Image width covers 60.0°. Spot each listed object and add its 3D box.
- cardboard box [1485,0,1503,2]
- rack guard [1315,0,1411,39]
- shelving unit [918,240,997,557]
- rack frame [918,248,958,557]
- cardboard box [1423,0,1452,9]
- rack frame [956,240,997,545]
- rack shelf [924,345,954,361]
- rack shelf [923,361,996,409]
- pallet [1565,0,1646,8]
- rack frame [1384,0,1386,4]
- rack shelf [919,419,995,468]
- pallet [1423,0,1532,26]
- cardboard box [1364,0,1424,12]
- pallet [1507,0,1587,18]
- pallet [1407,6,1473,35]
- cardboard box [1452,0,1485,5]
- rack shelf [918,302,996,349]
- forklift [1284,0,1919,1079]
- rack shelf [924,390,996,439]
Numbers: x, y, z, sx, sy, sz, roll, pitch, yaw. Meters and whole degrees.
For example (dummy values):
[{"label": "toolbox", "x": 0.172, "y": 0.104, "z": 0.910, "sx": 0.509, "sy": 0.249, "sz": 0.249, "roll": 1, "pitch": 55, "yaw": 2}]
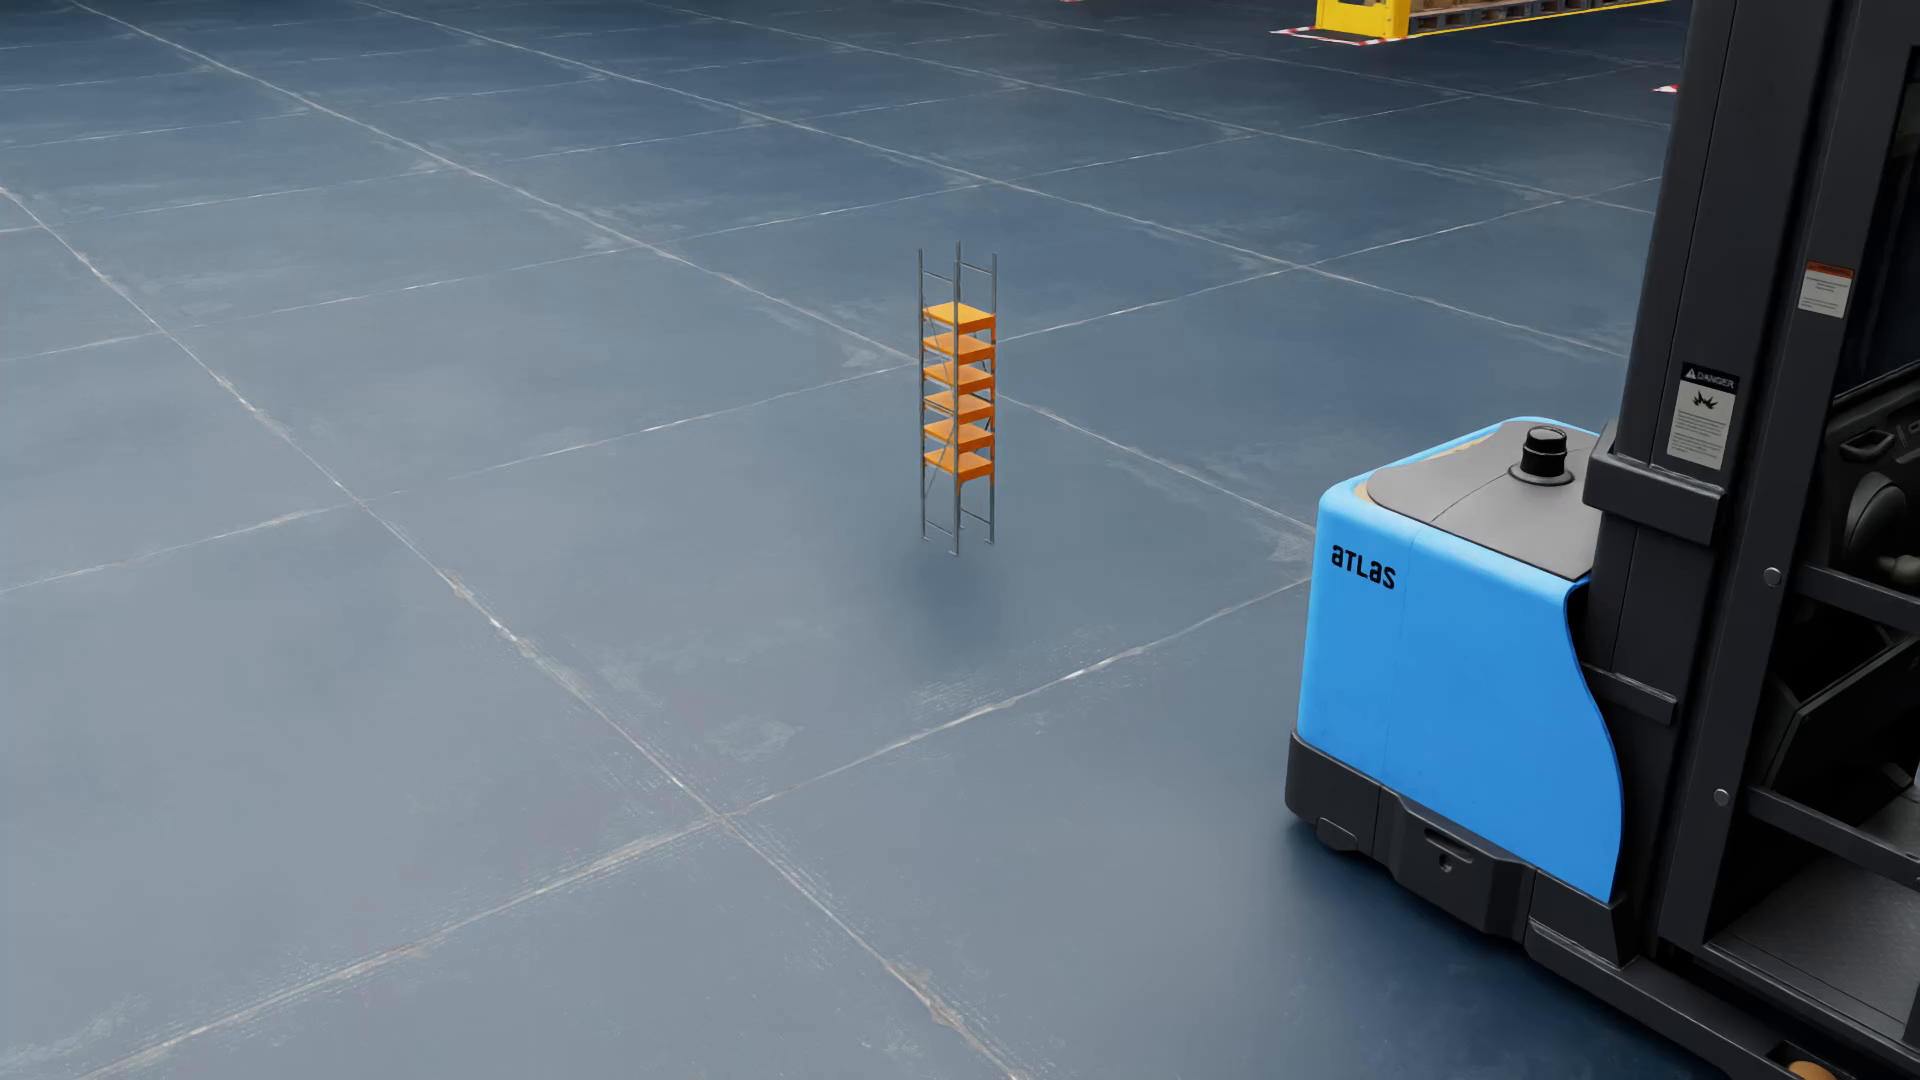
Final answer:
[{"label": "cardboard box", "x": 6.622, "y": -7.045, "z": 20.837, "sx": 0.500, "sy": 0.500, "sz": 0.500, "roll": -22, "pitch": 33, "yaw": -38}, {"label": "rack guard", "x": 4.759, "y": -6.264, "z": 19.654, "sx": 0.348, "sy": 0.500, "sz": 1.175, "roll": -18, "pitch": 31, "yaw": -34}, {"label": "shelving unit", "x": -0.011, "y": -0.540, "z": 6.489, "sx": 0.189, "sy": 1.200, "sz": 0.258, "roll": -18, "pitch": 31, "yaw": -34}, {"label": "rack frame", "x": -0.083, "y": -0.517, "z": 6.438, "sx": 0.006, "sy": 1.200, "sz": 0.240, "roll": -18, "pitch": 31, "yaw": -34}, {"label": "cardboard box", "x": 5.651, "y": -6.758, "z": 20.220, "sx": 0.500, "sy": 0.500, "sz": 0.500, "roll": -10, "pitch": 27, "yaw": -21}, {"label": "rack frame", "x": 0.061, "y": -0.564, "z": 6.541, "sx": 0.006, "sy": 1.200, "sz": 0.240, "roll": -18, "pitch": 31, "yaw": -34}, {"label": "rack shelf", "x": -0.011, "y": -0.736, "z": 6.399, "sx": 0.166, "sy": 0.020, "sz": 0.199, "roll": -18, "pitch": 31, "yaw": -34}, {"label": "rack shelf", "x": -0.011, "y": -0.609, "z": 6.457, "sx": 0.180, "sy": 0.103, "sz": 0.258, "roll": -18, "pitch": 31, "yaw": -34}, {"label": "pallet", "x": 8.459, "y": -7.355, "z": 22.348, "sx": 1.213, "sy": 0.211, "sz": 1.003, "roll": -18, "pitch": 31, "yaw": -34}, {"label": "rack frame", "x": 4.700, "y": -7.378, "z": 19.085, "sx": 0.127, "sy": 3.000, "sz": 1.000, "roll": -18, "pitch": 31, "yaw": -34}, {"label": "rack shelf", "x": -0.011, "y": -0.391, "z": 6.559, "sx": 0.180, "sy": 0.103, "sz": 0.258, "roll": -18, "pitch": 31, "yaw": -34}, {"label": "pallet", "x": 6.380, "y": -6.648, "z": 20.823, "sx": 1.213, "sy": 0.211, "sz": 1.003, "roll": -18, "pitch": 31, "yaw": -34}, {"label": "cardboard box", "x": 5.201, "y": -6.592, "z": 19.861, "sx": 0.500, "sy": 0.500, "sz": 0.500, "roll": -12, "pitch": 28, "yaw": -25}, {"label": "pallet", "x": 7.341, "y": -6.966, "z": 21.510, "sx": 1.213, "sy": 0.211, "sz": 1.003, "roll": -18, "pitch": 31, "yaw": -34}, {"label": "pallet", "x": 5.421, "y": -6.333, "z": 20.144, "sx": 1.213, "sy": 0.211, "sz": 1.003, "roll": -18, "pitch": 31, "yaw": -34}, {"label": "cardboard box", "x": 6.155, "y": -6.915, "z": 20.556, "sx": 0.500, "sy": 0.500, "sz": 0.500, "roll": -15, "pitch": 29, "yaw": -29}, {"label": "rack shelf", "x": -0.011, "y": -0.827, "z": 6.356, "sx": 0.180, "sy": 0.103, "sz": 0.258, "roll": -18, "pitch": 31, "yaw": -34}, {"label": "forklift", "x": 2.273, "y": -0.138, "z": 3.565, "sx": 1.130, "sy": 2.935, "sz": 3.031, "roll": -19, "pitch": 31, "yaw": -35}, {"label": "rack shelf", "x": -0.011, "y": -0.500, "z": 6.508, "sx": 0.180, "sy": 0.103, "sz": 0.258, "roll": -18, "pitch": 31, "yaw": -34}]
